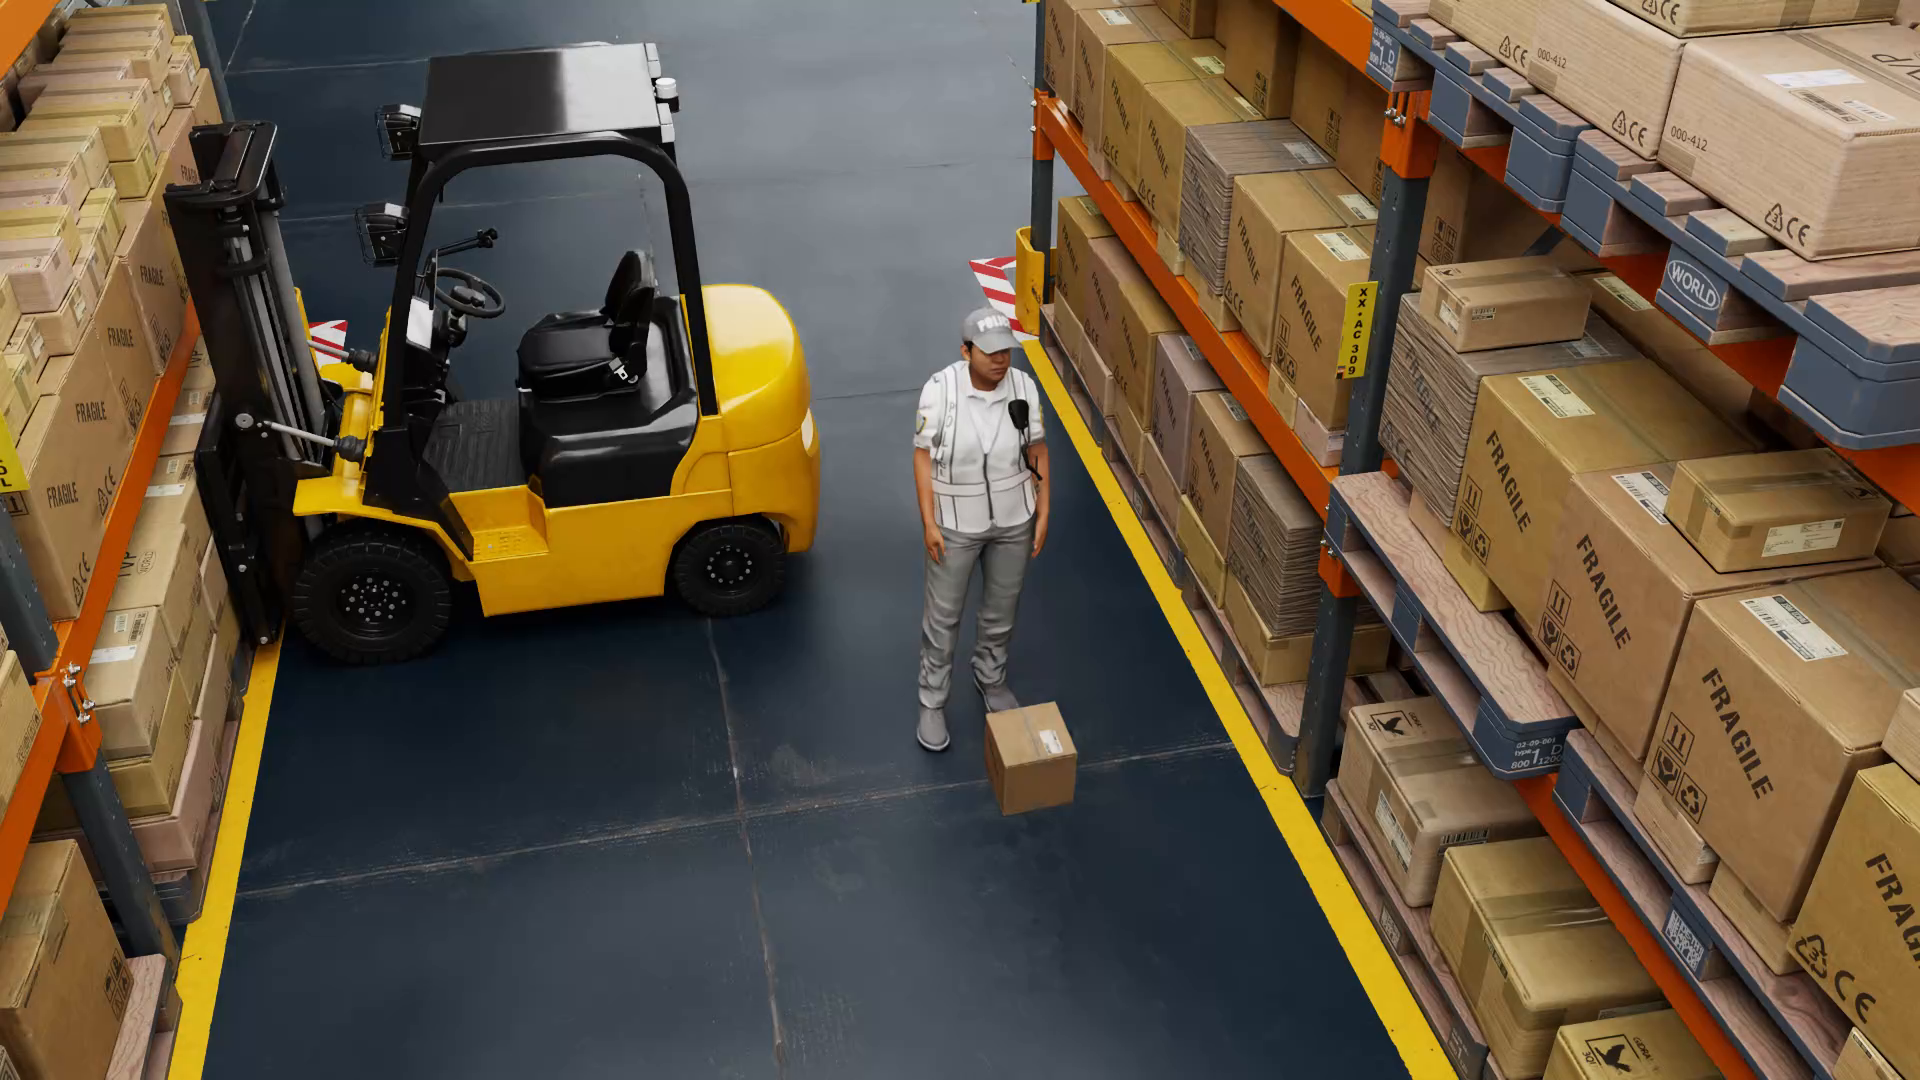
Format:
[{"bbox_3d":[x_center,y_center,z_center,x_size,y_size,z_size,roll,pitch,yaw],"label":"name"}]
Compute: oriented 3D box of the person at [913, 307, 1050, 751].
[{"bbox_3d":[0.075,-0.040,6.182,0.575,1.670,0.523,-8,35,-11],"label":"person"}]
